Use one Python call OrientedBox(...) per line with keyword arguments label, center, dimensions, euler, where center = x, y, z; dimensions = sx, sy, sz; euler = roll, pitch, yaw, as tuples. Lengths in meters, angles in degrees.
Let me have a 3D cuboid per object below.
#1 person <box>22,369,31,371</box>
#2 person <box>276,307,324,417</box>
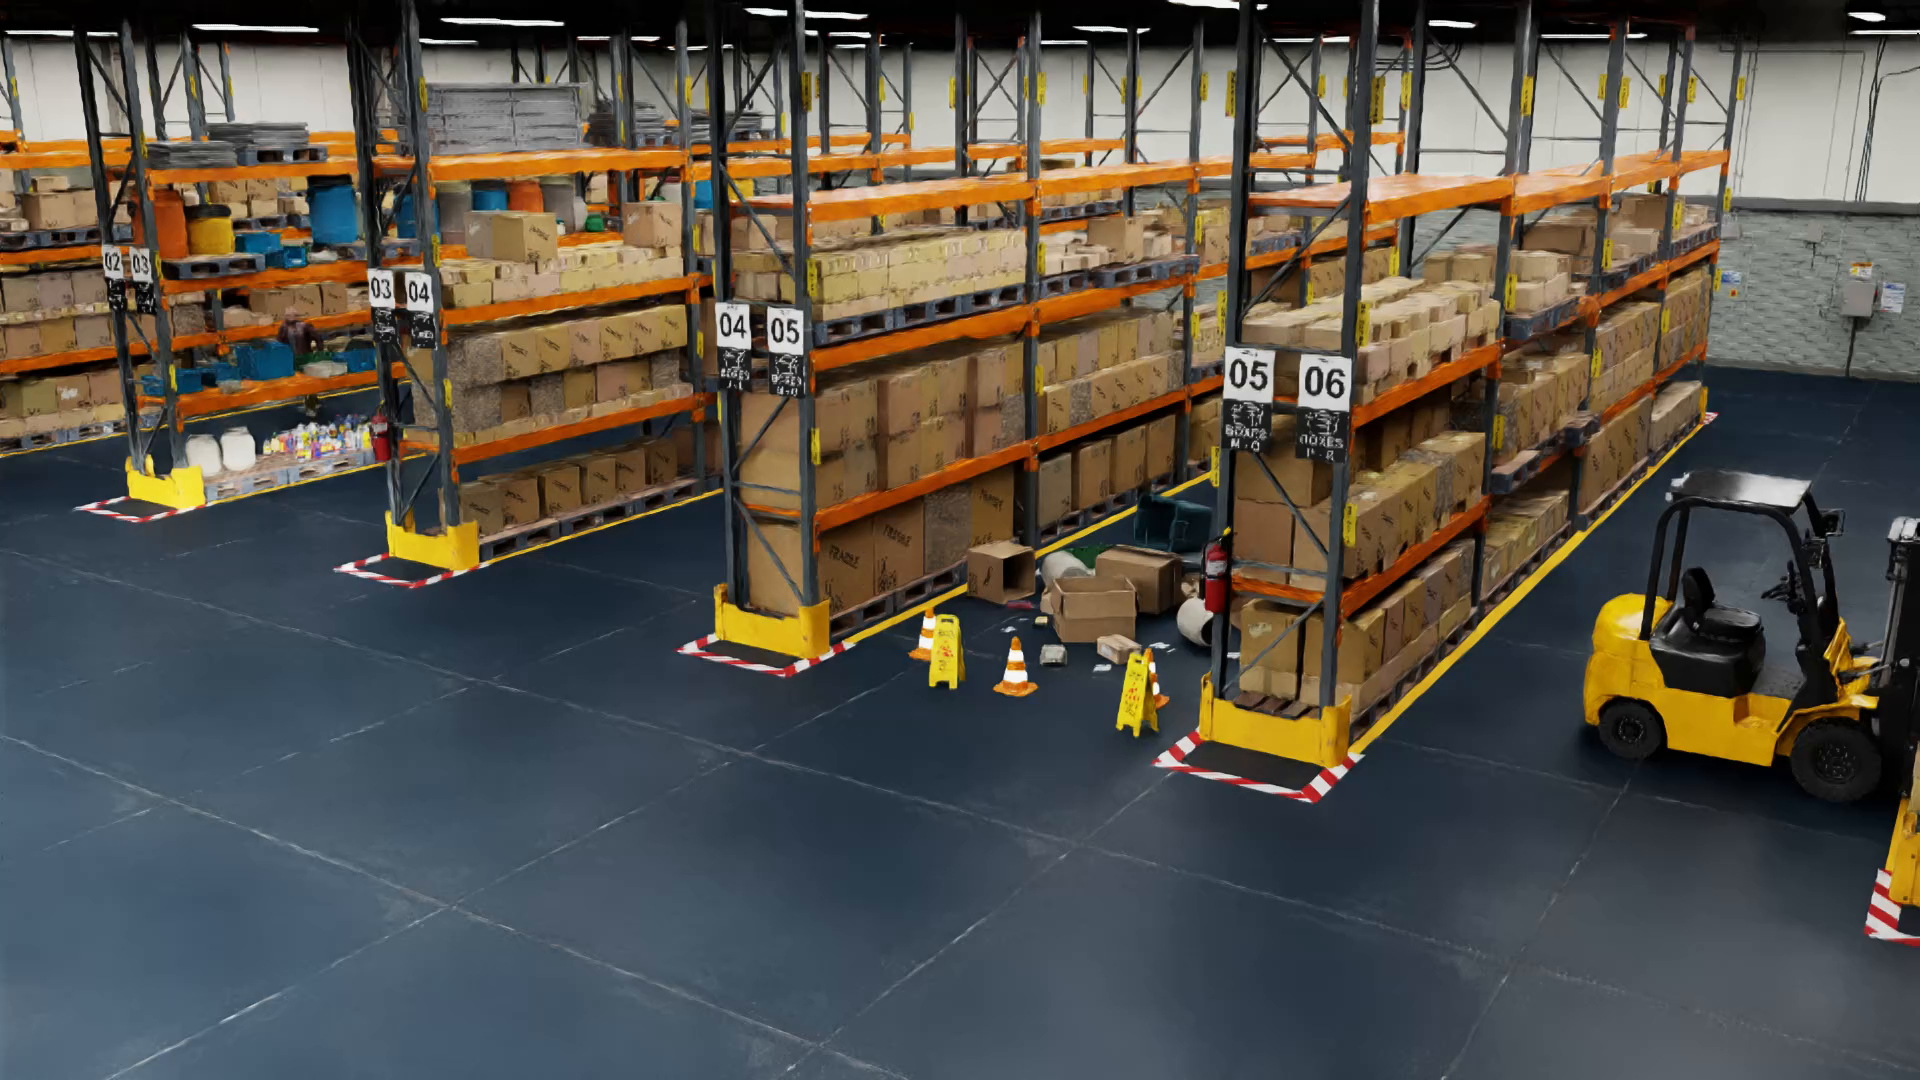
OrientedBox(label="person", center=(-14.704, -2.615, 26.177), dimensions=(0.419, 1.271, 1.037), euler=(9, 18, 30))
OrientedBox(label="person", center=(-10.328, -2.821, 26.131), dimensions=(0.735, 1.715, 0.895), euler=(5, 16, 16))
